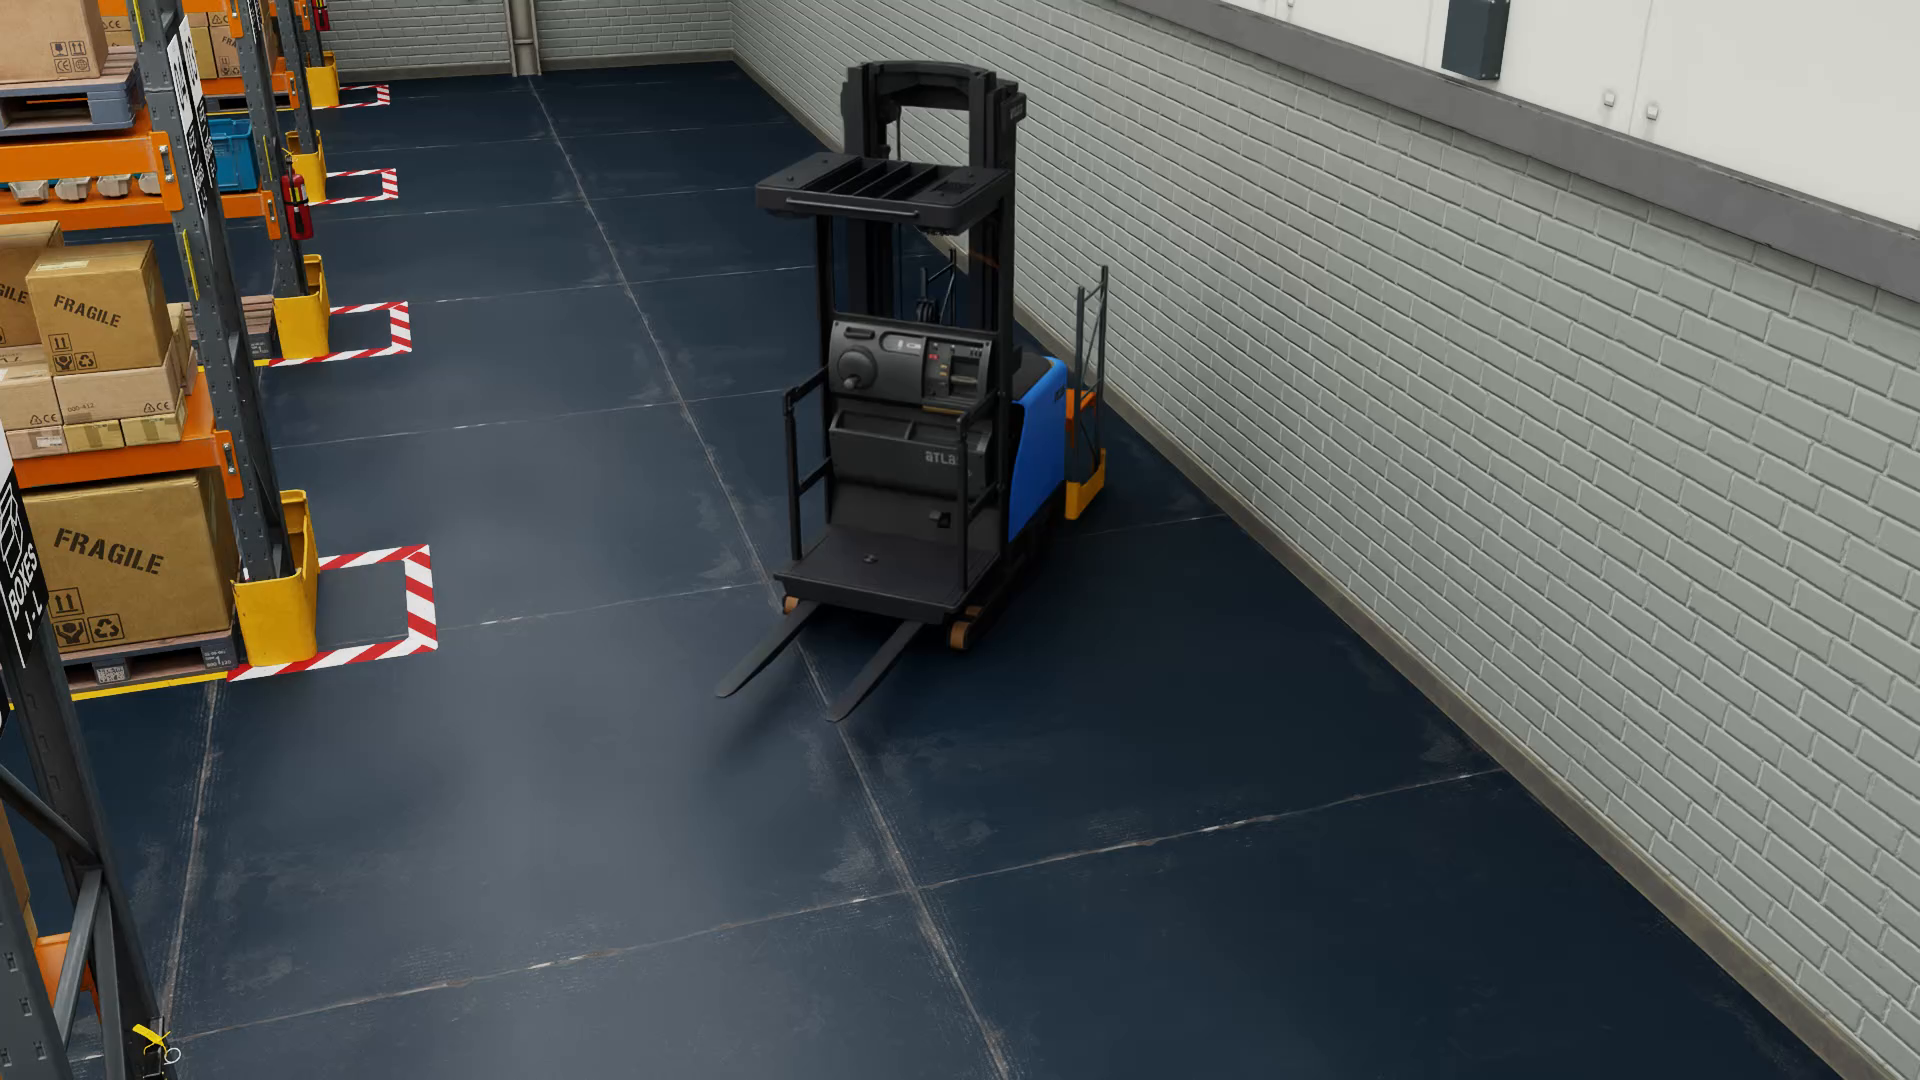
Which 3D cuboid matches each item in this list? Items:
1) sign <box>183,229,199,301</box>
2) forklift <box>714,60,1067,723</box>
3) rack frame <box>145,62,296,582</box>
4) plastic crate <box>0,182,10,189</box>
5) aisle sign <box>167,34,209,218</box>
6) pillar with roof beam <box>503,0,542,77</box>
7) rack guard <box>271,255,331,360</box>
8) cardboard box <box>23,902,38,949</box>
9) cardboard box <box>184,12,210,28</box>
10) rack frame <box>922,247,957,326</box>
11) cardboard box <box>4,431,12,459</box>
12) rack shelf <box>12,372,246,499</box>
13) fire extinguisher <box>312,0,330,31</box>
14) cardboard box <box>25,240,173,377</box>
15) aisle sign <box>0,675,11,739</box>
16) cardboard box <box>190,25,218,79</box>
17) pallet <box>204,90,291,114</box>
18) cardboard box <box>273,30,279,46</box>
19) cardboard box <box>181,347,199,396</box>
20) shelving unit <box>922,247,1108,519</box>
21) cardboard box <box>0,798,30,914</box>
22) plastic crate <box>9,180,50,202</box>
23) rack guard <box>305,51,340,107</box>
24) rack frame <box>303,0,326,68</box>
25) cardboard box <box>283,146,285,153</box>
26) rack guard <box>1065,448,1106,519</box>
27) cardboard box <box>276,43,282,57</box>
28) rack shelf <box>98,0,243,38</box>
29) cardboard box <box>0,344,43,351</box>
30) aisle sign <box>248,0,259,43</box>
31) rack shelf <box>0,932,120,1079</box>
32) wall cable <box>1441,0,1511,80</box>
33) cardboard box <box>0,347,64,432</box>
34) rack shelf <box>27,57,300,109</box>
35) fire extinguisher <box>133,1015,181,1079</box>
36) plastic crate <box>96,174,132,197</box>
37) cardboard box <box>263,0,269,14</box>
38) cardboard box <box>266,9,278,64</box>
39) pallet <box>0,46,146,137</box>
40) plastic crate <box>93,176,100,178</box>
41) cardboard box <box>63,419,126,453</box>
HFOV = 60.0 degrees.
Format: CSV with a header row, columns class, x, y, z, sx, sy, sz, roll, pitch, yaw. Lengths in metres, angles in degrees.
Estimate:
class,x,y,z,sx,sy,sz,roll,pitch,yaw
sign,-3.680,-1.317,7.960,0.005,0.325,0.100,-8,28,-16
forklift,-0.350,-0.918,8.803,1.130,2.935,3.031,10,28,19
rack frame,-3.835,-0.923,8.736,0.127,3.000,1.000,-8,28,-16
plastic crate,-7.242,-2.852,12.742,0.300,0.233,0.416,-8,28,-16
aisle sign,-3.673,-1.971,7.923,0.004,0.787,0.394,-8,28,-16
pillar with roof beam,-4.804,-8.811,17.877,0.400,9.000,9.100,-8,28,-16
rack guard,-5.350,-1.907,13.528,0.348,0.500,1.175,-8,28,-16
cardboard box,-2.804,1.206,4.729,0.250,0.149,0.380,-8,28,-17
cardboard box,-7.717,-5.357,16.431,0.500,0.500,0.500,-7,27,-15
rack frame,-0.128,-1.104,10.786,0.032,1.500,0.500,10,28,20
cardboard box,-4.796,-0.518,8.202,0.250,0.149,0.380,-8,27,-15
rack shelf,-5.736,-0.326,8.341,4.000,0.370,1.077,-8,28,-16
fire extinguisher,-8.150,-6.830,21.141,0.183,0.674,0.296,-8,28,-16
cardboard box,-4.216,-1.147,8.178,0.500,0.500,0.500,-8,27,-15
aisle sign,-2.232,0.140,3.671,0.004,0.787,0.394,-8,28,-16
cardboard box,-7.733,-4.907,16.649,0.500,0.500,0.500,-8,28,-16
pallet,-9.172,-5.814,21.724,1.213,0.211,1.003,-8,28,-16
cardboard box,-9.014,-6.528,21.636,0.250,0.149,0.380,-8,28,-16
cardboard box,-4.274,-0.901,8.975,0.250,0.149,0.380,-8,27,-16
shelving unit,0.350,-1.015,10.608,1.083,1.500,0.587,10,28,20
cardboard box,-2.907,0.955,4.506,0.500,0.500,0.500,-7,27,-14
plastic crate,-6.901,-2.606,12.355,0.250,0.136,0.298,-8,28,-16
rack guard,-8.413,-6.090,21.954,0.348,0.500,1.175,-8,28,-16
rack frame,-8.436,-7.206,21.392,0.127,3.000,1.000,-8,28,-16
cardboard box,-7.403,-4.120,17.887,0.250,0.149,0.380,-8,28,-16
rack guard,0.809,-0.370,10.714,0.087,0.250,0.587,10,28,20
cardboard box,-9.071,-6.136,21.575,0.500,0.500,0.700,-8,28,-16
rack shelf,-7.270,-3.763,11.893,4.000,0.370,1.077,-8,28,-16
cardboard box,-4.867,-0.963,8.650,0.500,0.250,0.500,-9,28,-17
aisle sign,-5.209,-4.068,12.147,0.004,0.787,0.394,-8,28,-16
rack shelf,-4.296,1.786,4.089,4.000,0.370,1.077,-8,28,-16
wall cable,2.609,-4.373,5.320,0.120,5.999,2.277,-8,28,-16
cardboard box,-4.696,-0.741,8.203,0.500,0.250,0.500,-9,28,-17
rack shelf,-8.800,-4.515,16.779,4.000,0.370,1.077,-8,28,-16
fire extinguisher,-2.012,1.550,4.261,0.183,0.674,0.296,-8,28,-16
plastic crate,-6.368,-2.703,12.551,0.243,0.136,0.396,-8,28,-16
cardboard box,-7.402,-5.655,17.031,0.500,0.500,0.500,-7,27,-15
cardboard box,-7.402,-5.207,17.253,0.500,0.500,0.500,-8,27,-15
pallet,-4.537,-2.120,7.874,1.213,0.211,1.003,-8,28,-16
plastic crate,-6.681,-2.929,13.005,0.298,0.136,0.250,-8,28,-16
cardboard box,-4.318,-0.586,8.339,0.250,0.149,0.380,-8,27,-16
